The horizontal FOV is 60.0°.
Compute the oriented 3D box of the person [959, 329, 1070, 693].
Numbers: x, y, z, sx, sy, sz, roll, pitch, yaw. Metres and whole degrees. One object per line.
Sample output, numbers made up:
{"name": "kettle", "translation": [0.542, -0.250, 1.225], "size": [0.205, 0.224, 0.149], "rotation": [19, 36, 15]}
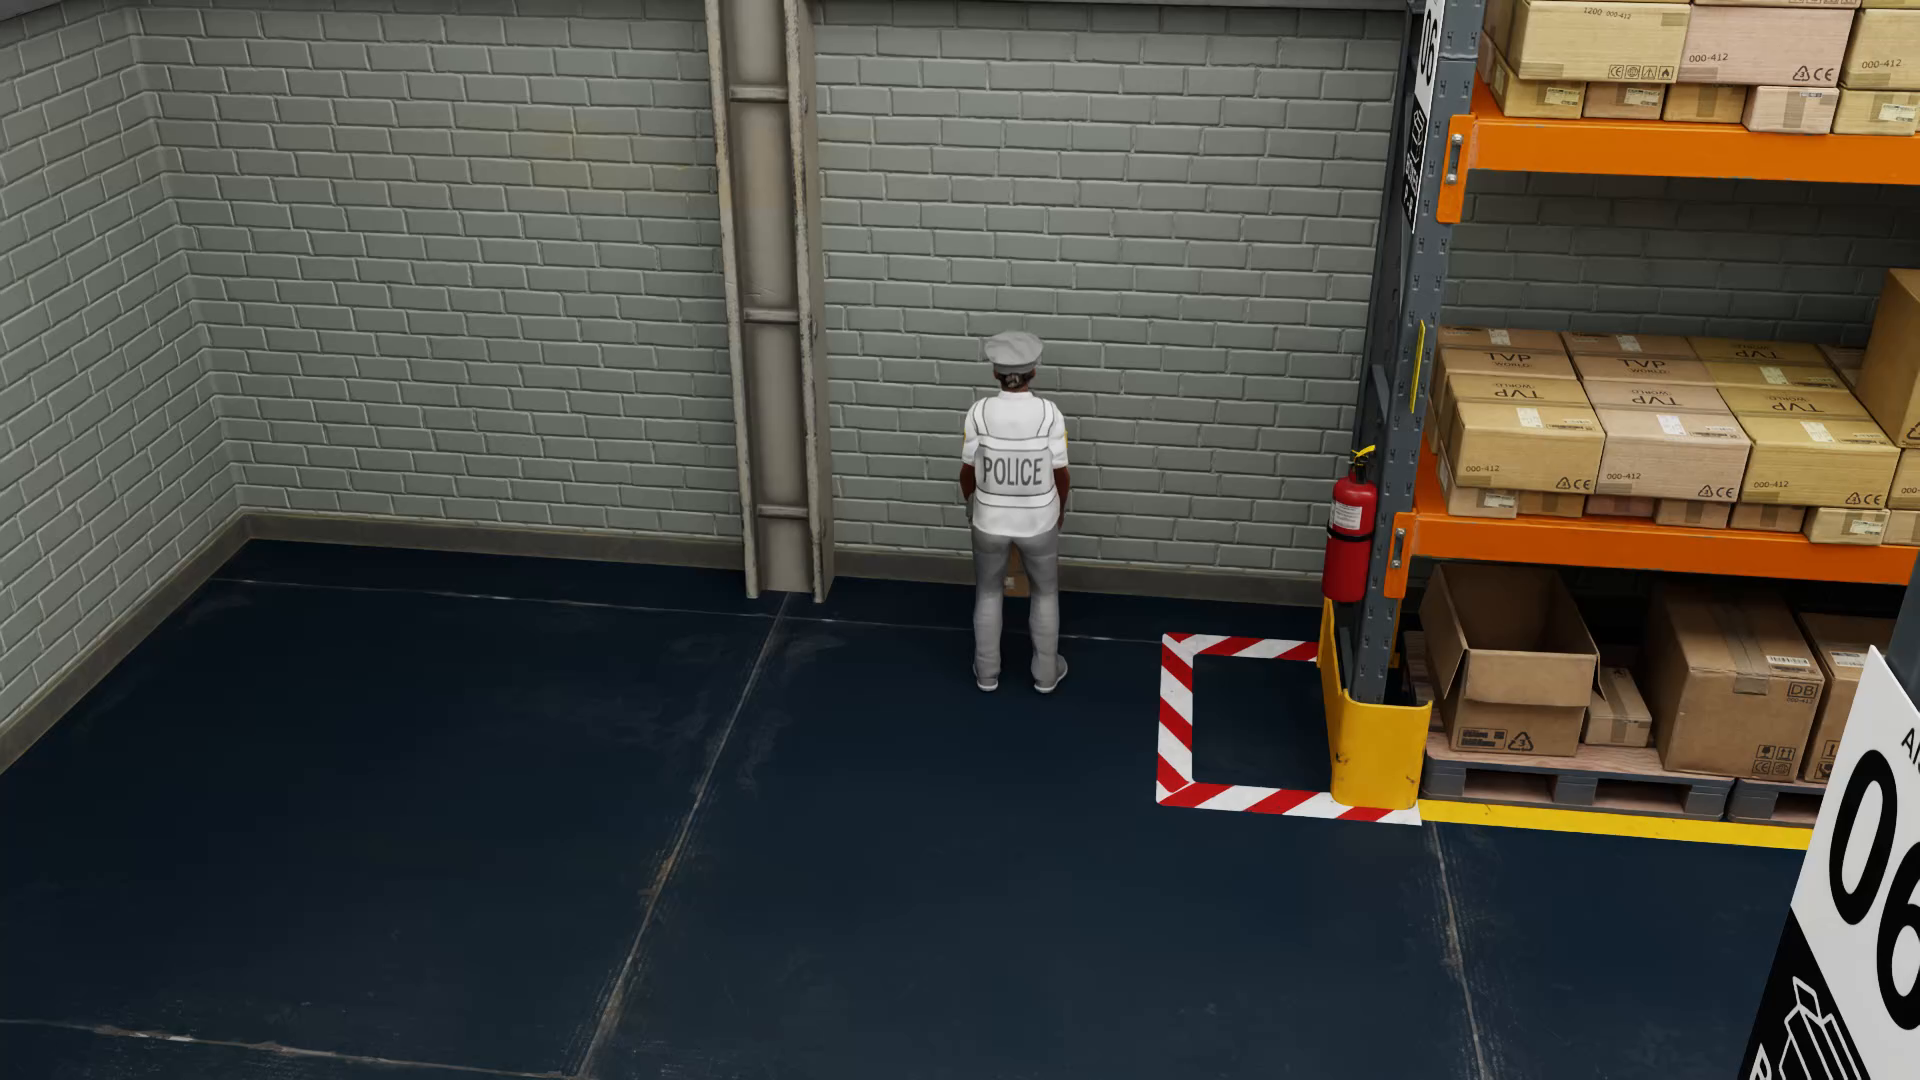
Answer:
{"name": "person", "translation": [0.245, -0.082, 7.264], "size": [0.494, 1.670, 0.370], "rotation": [3, 29, 5]}
